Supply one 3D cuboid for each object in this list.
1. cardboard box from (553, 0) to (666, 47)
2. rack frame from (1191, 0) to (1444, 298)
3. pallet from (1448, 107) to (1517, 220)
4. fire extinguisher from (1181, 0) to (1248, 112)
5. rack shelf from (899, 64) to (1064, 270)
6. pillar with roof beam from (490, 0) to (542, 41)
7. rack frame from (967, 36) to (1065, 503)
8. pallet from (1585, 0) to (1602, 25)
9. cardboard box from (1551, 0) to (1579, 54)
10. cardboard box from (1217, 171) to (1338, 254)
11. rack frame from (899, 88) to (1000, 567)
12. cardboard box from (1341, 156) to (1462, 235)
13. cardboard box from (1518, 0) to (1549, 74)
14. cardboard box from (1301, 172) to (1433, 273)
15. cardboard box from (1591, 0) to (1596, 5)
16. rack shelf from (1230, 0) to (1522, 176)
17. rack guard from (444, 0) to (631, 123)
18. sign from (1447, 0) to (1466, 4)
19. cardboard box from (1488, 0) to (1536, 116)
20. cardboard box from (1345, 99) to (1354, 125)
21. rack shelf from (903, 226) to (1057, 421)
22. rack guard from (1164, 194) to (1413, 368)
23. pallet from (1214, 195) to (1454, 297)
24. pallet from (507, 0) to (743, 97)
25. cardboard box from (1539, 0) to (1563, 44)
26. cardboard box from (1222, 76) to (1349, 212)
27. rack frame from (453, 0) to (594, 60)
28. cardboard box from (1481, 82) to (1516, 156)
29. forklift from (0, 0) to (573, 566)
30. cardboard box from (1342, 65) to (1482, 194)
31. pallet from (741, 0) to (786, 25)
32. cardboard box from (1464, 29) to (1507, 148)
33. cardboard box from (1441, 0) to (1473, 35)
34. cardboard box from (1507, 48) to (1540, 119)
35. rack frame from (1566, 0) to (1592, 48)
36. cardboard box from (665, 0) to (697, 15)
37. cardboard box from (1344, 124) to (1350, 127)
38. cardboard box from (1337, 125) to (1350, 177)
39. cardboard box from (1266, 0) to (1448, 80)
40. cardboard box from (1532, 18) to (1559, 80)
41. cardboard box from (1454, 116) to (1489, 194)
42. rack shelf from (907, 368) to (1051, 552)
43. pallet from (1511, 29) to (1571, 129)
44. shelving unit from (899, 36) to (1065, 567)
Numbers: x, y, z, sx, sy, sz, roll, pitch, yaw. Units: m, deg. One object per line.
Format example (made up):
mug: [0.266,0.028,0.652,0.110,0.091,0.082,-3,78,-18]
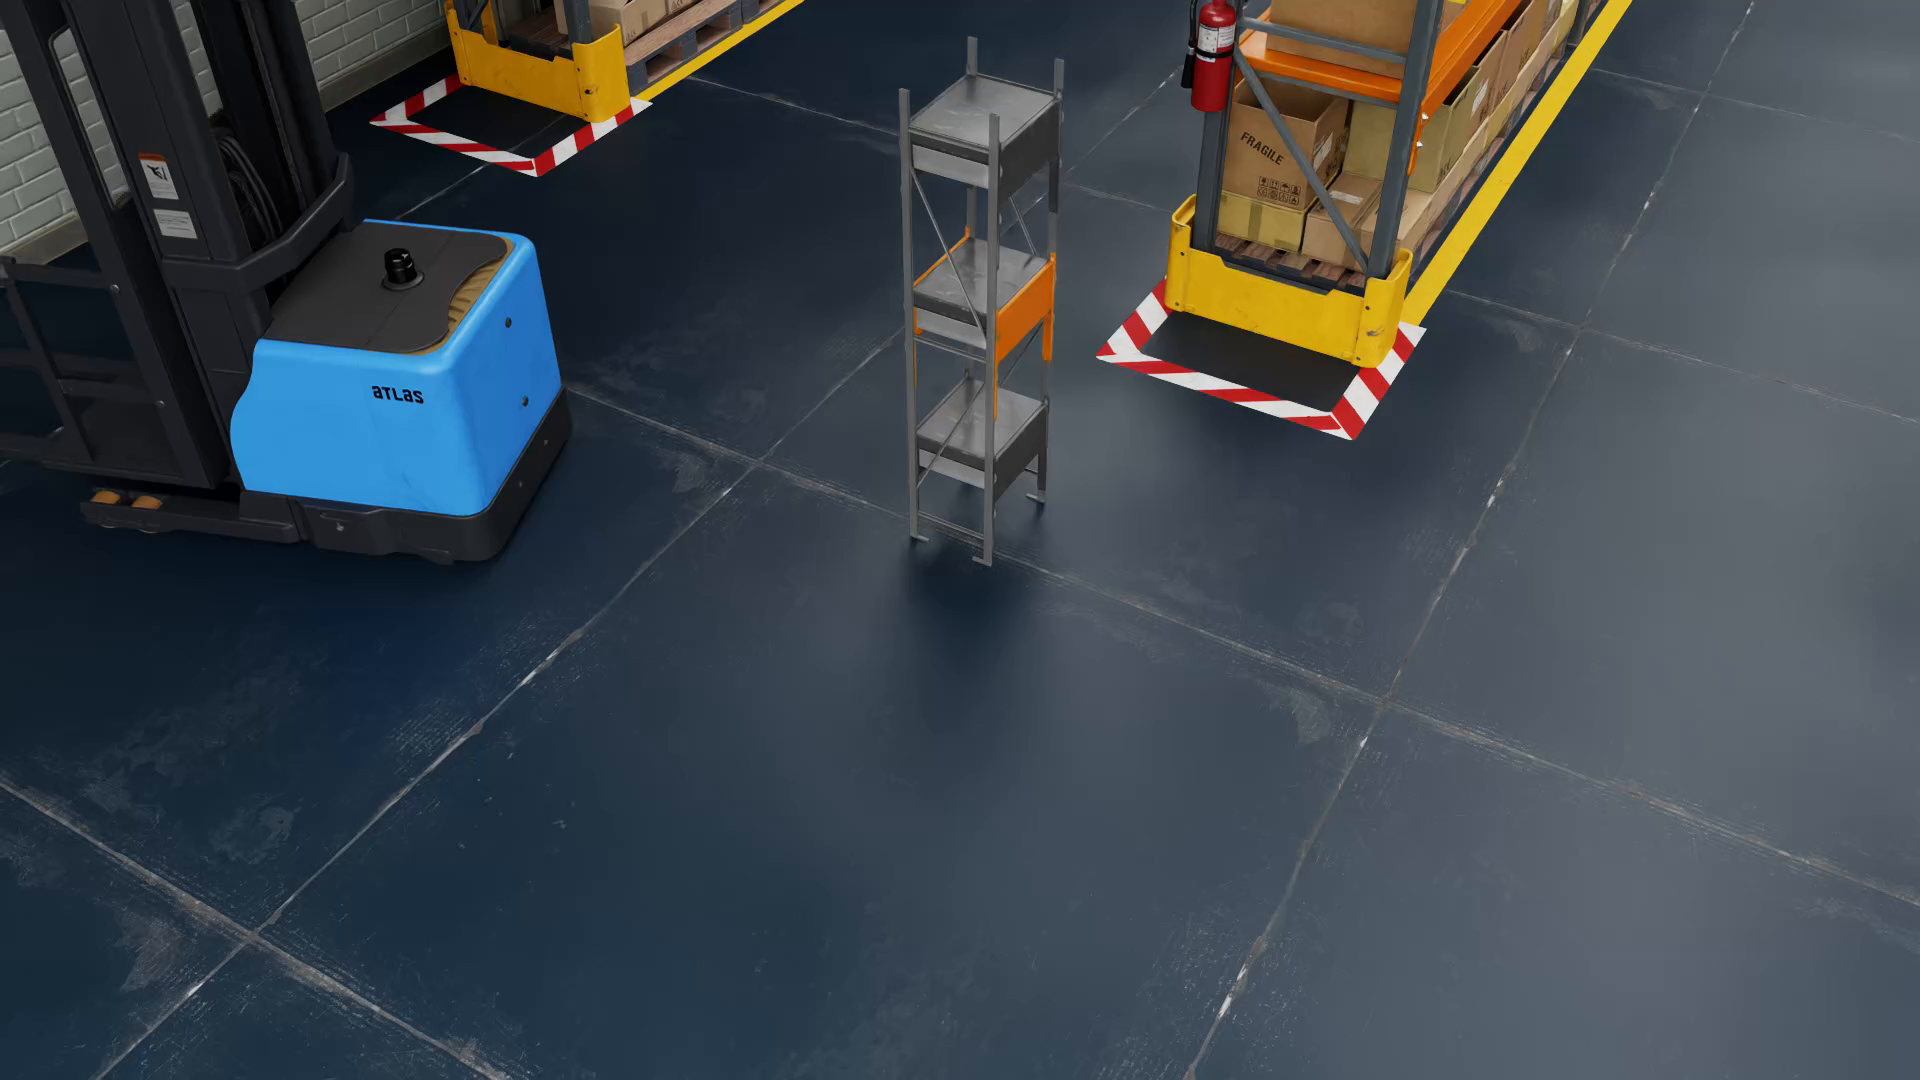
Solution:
cardboard box: [-2.226,-3.422,10.568,0.500,0.311,0.500,16,44,17]
rack frame: [1.641,-2.264,7.551,1.000,3.000,0.127,21,45,22]
pallet: [2.599,-2.364,9.775,1.003,0.211,1.213,21,45,22]
fire extinguisher: [1.179,-2.321,7.674,0.296,0.674,0.183,21,45,22]
rack shelf: [0.083,-1.398,6.210,0.431,0.518,0.480,21,45,22]
pillar with roof beam: [0.679,-5.414,6.589,9.100,9.000,0.400,21,45,22]
rack frame: [0.205,-1.022,6.822,0.400,2.100,0.015,21,45,22]
pallet: [3.977,-3.941,11.565,1.003,0.211,1.213,21,45,22]
cardboard box: [3.600,-3.341,10.537,0.500,0.250,0.500,21,45,22]
cardboard box: [1.653,-1.794,8.781,0.500,0.250,0.500,21,45,22]
rack frame: [-0.039,-0.743,6.505,0.400,2.100,0.015,21,45,22]
cardboard box: [2.349,-1.910,8.912,0.500,0.250,0.500,21,45,22]
cardboard box: [3.092,-3.053,9.642,0.500,0.500,0.500,21,45,22]
cardboard box: [2.102,-1.623,8.586,0.500,0.250,0.500,21,45,22]
cardboard box: [4.059,-3.827,11.089,0.500,0.250,0.500,20,45,21]
rack shelf: [2.642,-3.138,9.088,1.077,0.370,4.000,21,45,22]
rack guard: [-2.612,-3.005,10.285,1.175,0.500,0.348,21,45,22]
sign: [2.118,-2.432,7.027,0.100,0.325,0.005,21,45,22]
cardboard box: [2.855,-2.762,9.312,0.500,0.500,0.500,21,45,22]
cardboard box: [2.139,-2.653,9.189,0.500,0.500,0.500,21,45,22]
rack shelf: [0.083,-0.872,6.673,0.431,0.518,0.480,21,45,22]
rack guard: [1.629,-1.312,8.362,1.175,0.500,0.348,21,45,22]
pallet: [1.987,-1.669,8.985,1.003,0.211,1.213,21,45,22]
pallet: [-2.175,-3.350,10.895,1.003,0.211,1.213,21,45,22]
cardboard box: [3.339,-3.340,9.968,0.500,0.500,0.500,21,45,22]
cardboard box: [1.651,-2.076,8.534,0.500,0.500,0.500,21,45,22]
rack frame: [-2.650,-3.900,9.409,1.000,3.000,0.127,21,45,22]
cardboard box: [2.854,-2.481,9.560,0.500,0.250,0.500,21,45,22]
forklift: [-3.369,-1.464,6.695,3.031,2.935,1.130,7,42,8]
cardboard box: [2.350,-2.191,8.664,0.500,0.500,0.500,21,45,22]
pallet: [-1.563,-4.046,11.684,1.003,0.211,1.213,21,45,22]
cardboard box: [2.589,-2.481,8.994,0.500,0.500,0.500,21,45,22]
cardboard box: [2.144,-2.866,8.160,0.700,0.500,0.500,22,46,23]
cardboard box: [3.103,-2.767,9.885,0.500,0.250,0.500,21,45,22]
rack frame: [3.642,-4.553,10.150,1.000,3.000,0.127,21,45,22]
cardboard box: [-1.941,-3.748,10.939,0.500,0.311,0.500,25,47,25]
cardboard box: [2.142,-2.371,9.435,0.500,0.250,0.500,21,45,22]
cardboard box: [1.893,-2.084,9.110,0.500,0.250,0.500,21,45,22]
cardboard box: [1.885,-2.564,7.817,0.700,0.500,0.500,21,45,22]
cardboard box: [3.341,-3.058,10.216,0.500,0.250,0.500,21,45,22]
cardboard box: [2.599,-2.196,9.237,0.500,0.250,0.500,21,45,22]
rack shelf: [0.083,-0.347,7.135,0.431,0.518,0.480,21,45,22]
pallet: [3.208,-3.065,10.571,1.003,0.211,1.213,21,45,22]
shelving unit: [0.083,-0.883,6.664,0.431,2.100,0.503,21,45,22]
